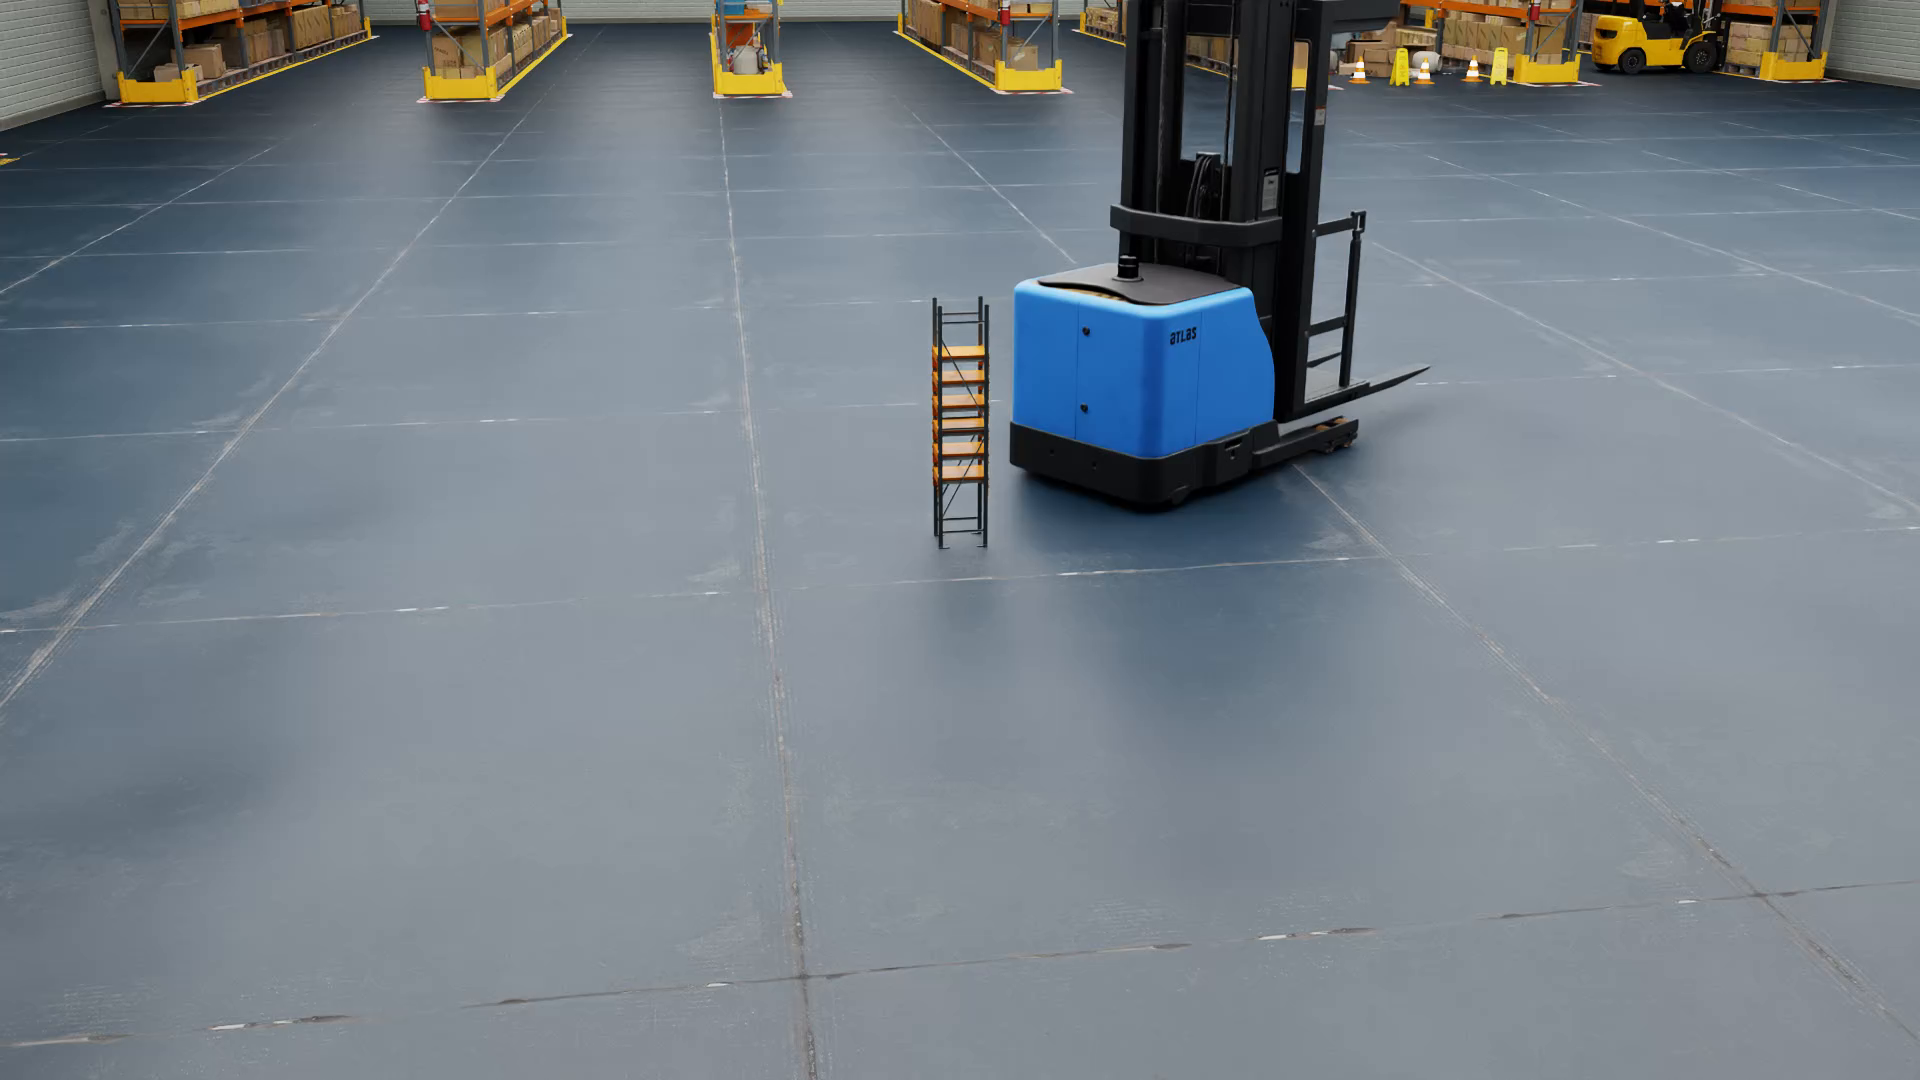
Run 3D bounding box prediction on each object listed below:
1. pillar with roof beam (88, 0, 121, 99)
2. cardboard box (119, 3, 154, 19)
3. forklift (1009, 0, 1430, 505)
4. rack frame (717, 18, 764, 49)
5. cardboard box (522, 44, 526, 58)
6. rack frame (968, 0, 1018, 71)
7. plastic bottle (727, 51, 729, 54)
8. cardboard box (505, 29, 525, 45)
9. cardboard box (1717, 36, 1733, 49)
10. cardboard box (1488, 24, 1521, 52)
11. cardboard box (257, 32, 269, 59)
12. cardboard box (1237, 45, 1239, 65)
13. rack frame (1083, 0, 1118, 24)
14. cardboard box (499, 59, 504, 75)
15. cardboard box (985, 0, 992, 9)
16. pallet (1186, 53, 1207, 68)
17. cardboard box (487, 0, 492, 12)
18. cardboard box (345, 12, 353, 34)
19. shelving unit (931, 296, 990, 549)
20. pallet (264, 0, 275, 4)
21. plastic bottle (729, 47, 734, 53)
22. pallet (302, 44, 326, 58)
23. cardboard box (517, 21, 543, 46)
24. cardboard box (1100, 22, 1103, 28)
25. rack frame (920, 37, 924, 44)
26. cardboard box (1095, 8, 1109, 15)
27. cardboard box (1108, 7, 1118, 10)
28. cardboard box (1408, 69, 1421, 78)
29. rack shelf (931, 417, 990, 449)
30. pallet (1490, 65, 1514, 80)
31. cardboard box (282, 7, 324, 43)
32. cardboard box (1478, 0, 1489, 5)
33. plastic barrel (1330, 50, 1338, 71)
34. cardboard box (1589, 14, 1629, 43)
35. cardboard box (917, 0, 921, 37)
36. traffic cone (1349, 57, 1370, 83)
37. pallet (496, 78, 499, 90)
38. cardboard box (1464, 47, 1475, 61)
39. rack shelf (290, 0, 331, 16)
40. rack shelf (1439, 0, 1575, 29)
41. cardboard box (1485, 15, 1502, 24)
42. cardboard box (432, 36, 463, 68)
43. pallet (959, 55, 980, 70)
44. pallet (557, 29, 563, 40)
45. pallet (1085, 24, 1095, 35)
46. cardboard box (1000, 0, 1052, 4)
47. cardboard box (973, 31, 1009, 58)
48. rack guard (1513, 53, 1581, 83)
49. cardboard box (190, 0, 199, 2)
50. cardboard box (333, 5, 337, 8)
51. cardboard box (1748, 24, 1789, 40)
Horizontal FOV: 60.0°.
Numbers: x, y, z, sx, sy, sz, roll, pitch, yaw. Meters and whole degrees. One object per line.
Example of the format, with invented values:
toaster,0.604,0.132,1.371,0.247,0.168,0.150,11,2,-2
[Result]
pillar with roof beam,-10.162,-12.000,27.483,9.100,9.000,0.400,-3,21,-8
cardboard box,-13.725,-8.865,27.849,0.500,0.250,0.500,-3,21,-7
forklift,1.672,-1.978,9.324,3.031,2.935,1.130,-19,28,-41
rack frame,-4.815,-12.043,36.173,1.000,3.000,0.127,-3,21,-8
cardboard box,-9.176,-10.003,34.040,0.500,0.250,0.500,-3,21,-7
rack frame,0.663,-10.908,33.134,1.000,3.000,0.127,-3,21,-8
plastic bottle,-4.553,-9.345,32.214,0.152,0.276,0.135,-2,21,-6
cardboard box,-9.177,-10.269,33.951,0.500,0.311,0.500,-2,21,-6
cardboard box,15.421,-9.922,33.109,0.500,0.250,0.500,-3,21,-9
cardboard box,10.594,-9.727,32.231,0.500,0.500,0.500,-2,21,-6
cardboard box,-14.404,-9.977,33.585,0.700,0.500,0.500,-3,21,-8
cardboard box,5.870,-9.475,31.735,0.875,0.875,0.875,-3,21,-9
rack frame,3.856,-15.278,44.834,1.000,3.000,0.127,-3,21,-8
cardboard box,-8.636,-8.649,30.417,0.500,0.250,0.500,-3,21,-8
cardboard box,0.674,-10.007,31.082,0.380,0.149,0.250,-3,21,-8
pallet,5.400,-10.080,34.903,1.003,0.211,1.213,-3,21,-8
cardboard box,-8.845,-9.769,29.943,0.700,0.500,0.500,-2,21,-6
cardboard box,-15.427,-12.754,41.050,0.700,0.500,0.500,-4,21,-10
shelving unit,0.002,-0.557,7.993,0.258,1.200,0.189,-3,21,-8
pallet,-14.293,-10.770,33.039,1.003,0.211,1.213,-3,21,-8
plastic bottle,-4.390,-9.330,32.067,0.144,0.351,0.185,-3,21,-8
pallet,-14.830,-10.935,37.193,1.003,0.211,1.213,-3,21,-8
cardboard box,-9.648,-11.356,37.279,0.500,0.500,0.500,-3,21,-8
cardboard box,3.851,-13.406,43.298,0.380,0.149,0.250,-3,21,-8
rack frame,-0.491,-13.678,40.550,1.000,3.000,0.127,-3,21,-8
cardboard box,3.781,-13.954,43.915,0.380,0.149,0.250,-4,21,-10
cardboard box,4.162,-14.157,44.458,0.380,0.149,0.250,-3,21,-7
cardboard box,8.858,-9.039,32.204,0.380,0.149,0.250,8,22,20
rack shelf,0.002,-0.515,8.008,0.258,0.103,0.180,-3,21,-8
pallet,10.953,-9.026,32.080,1.003,0.211,1.213,-3,21,-8
cardboard box,-14.842,-11.592,37.437,0.750,0.750,0.750,-2,21,-6
cardboard box,10.436,-10.635,32.764,0.380,0.149,0.250,-3,21,-8
plastic barrel,7.267,-9.601,33.316,0.512,0.421,0.421,12,24,30
cardboard box,14.982,-11.686,38.011,0.875,0.625,0.625,-2,21,-6
cardboard box,-0.378,-12.658,40.258,1.225,0.875,0.875,-3,21,-8
traffic cone,7.491,-8.805,31.130,0.336,0.463,0.334,-3,21,-8
pallet,-8.716,-7.981,29.283,1.003,0.211,1.213,-3,21,-8
cardboard box,10.454,-9.731,33.311,0.500,0.250,0.500,-3,21,-8
rack shelf,-14.907,-11.899,36.815,1.077,0.370,4.000,-3,21,-8
rack shelf,10.757,-10.378,32.744,1.077,0.370,4.000,-3,21,-8
cardboard box,10.483,-10.153,32.444,0.380,0.149,0.250,-2,21,-5
cardboard box,-8.936,-8.455,28.825,0.500,0.500,0.500,-3,21,-8
pallet,0.549,-9.871,34.343,1.003,0.211,1.213,-3,21,-8
pallet,-10.744,-12.955,42.602,1.003,0.211,1.213,-3,21,-8
pallet,3.949,-13.662,44.494,1.003,0.211,1.213,-3,21,-8
cardboard box,1.187,-9.901,29.870,0.875,0.500,0.500,-3,21,-8
cardboard box,0.595,-10.157,34.066,0.700,0.500,0.500,-5,21,-12
rack guard,11.035,-8.878,31.272,1.175,0.500,0.348,-3,21,-8
cardboard box,-13.298,-9.416,28.253,0.500,0.500,0.500,-3,21,-8
cardboard box,-15.679,-13.177,41.254,0.380,0.149,0.250,-3,21,-7
cardboard box,15.582,-9.795,32.055,0.500,0.250,0.500,-2,21,-6
